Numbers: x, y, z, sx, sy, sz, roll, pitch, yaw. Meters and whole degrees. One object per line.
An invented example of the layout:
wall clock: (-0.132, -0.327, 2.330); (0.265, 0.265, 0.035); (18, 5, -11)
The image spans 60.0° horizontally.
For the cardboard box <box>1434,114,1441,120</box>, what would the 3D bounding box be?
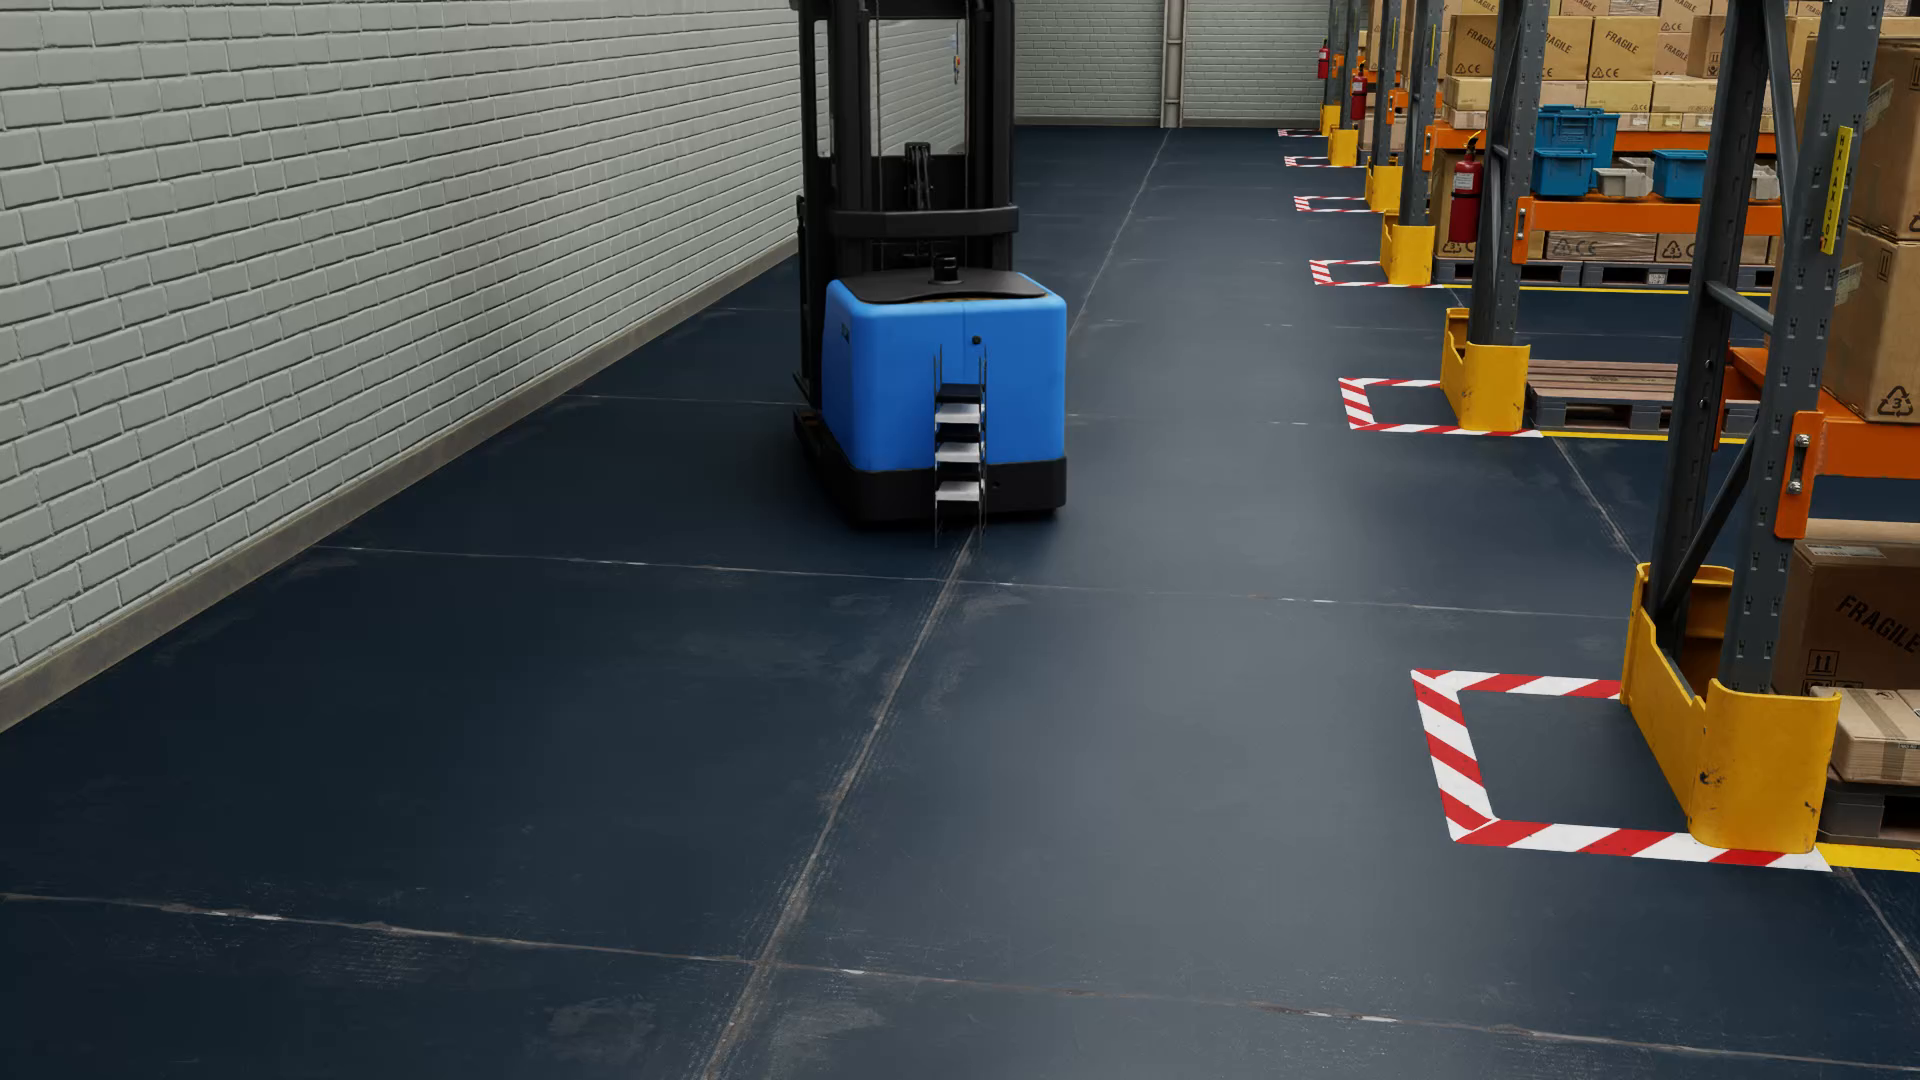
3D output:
cardboard box: (7.116, -5.829, 23.793); (0.875, 0.438, 0.875); (3, 19, 10)

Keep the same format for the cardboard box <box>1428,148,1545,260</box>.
cardboard box: (4.616, -2.970, 14.559); (0.875, 0.875, 0.875); (3, 19, 9)

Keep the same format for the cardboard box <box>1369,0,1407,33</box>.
cardboard box: (5.972, -7.298, 23.075); (0.500, 0.500, 0.500); (3, 19, 7)

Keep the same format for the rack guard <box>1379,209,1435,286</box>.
rack guard: (3.948, -2.601, 14.710); (0.348, 0.500, 1.175); (3, 19, 9)

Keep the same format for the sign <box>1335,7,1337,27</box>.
sign: (6.241, -8.686, 27.592); (0.005, 0.325, 0.100); (3, 19, 9)

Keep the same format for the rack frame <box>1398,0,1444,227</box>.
rack frame: (3.971, -3.785, 14.310); (0.127, 3.000, 1.000); (3, 19, 9)

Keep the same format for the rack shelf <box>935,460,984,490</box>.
rack shelf: (0.003, -0.302, 7.596); (0.200, 0.077, 0.258); (2, 19, 6)

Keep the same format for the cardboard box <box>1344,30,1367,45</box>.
cardboard box: (6.823, -8.575, 28.393); (0.500, 0.250, 0.500); (3, 19, 10)

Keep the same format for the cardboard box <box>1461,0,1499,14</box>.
cardboard box: (5.758, -5.868, 18.331); (0.500, 0.500, 0.500); (3, 19, 10)

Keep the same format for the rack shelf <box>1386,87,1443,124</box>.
rack shelf: (6.833, -4.892, 18.752); (4.000, 0.370, 1.077); (3, 19, 9)

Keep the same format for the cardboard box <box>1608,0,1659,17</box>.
cardboard box: (7.286, -5.789, 18.096); (0.500, 0.500, 0.500); (3, 19, 10)

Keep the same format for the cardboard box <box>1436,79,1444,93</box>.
cardboard box: (5.384, -5.096, 18.624); (0.250, 0.149, 0.380); (4, 19, 11)

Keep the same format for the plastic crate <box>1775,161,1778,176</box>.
plastic crate: (4.878, -2.118, 9.648); (0.250, 0.136, 0.298); (3, 19, 9)

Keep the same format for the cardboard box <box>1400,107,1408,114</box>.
cardboard box: (7.754, -7.343, 28.221); (0.500, 0.500, 0.700); (4, 19, 11)

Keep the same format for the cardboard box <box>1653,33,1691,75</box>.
cardboard box: (7.772, -5.284, 18.162); (0.500, 0.500, 0.500); (2, 19, 7)

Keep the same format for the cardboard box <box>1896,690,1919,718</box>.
cardboard box: (3.002, 0.594, 4.992); (0.250, 0.166, 0.380); (3, 19, 9)

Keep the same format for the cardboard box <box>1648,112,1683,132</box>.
cardboard box: (5.789, -3.468, 13.757); (0.250, 0.149, 0.380); (2, 19, 7)

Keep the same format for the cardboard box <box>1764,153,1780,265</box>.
cardboard box: (7.282, -2.834, 14.153); (0.875, 0.875, 0.875); (3, 19, 9)

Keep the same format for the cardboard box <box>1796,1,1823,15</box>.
cardboard box: (11.394, -7.031, 22.277); (0.500, 0.500, 0.500); (3, 19, 8)

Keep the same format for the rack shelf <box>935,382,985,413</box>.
rack shelf: (0.002, -0.643, 7.482); (0.200, 0.077, 0.258); (2, 19, 6)

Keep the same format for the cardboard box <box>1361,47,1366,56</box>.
cardboard box: (6.866, -8.225, 27.976); (0.250, 0.149, 0.380); (3, 19, 10)

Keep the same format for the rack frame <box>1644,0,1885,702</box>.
rack frame: (2.396, -0.682, 5.035); (0.127, 3.000, 1.000); (3, 19, 9)

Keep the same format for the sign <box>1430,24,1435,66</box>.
sign: (3.878, -4.060, 13.641); (0.005, 0.325, 0.100); (3, 19, 9)

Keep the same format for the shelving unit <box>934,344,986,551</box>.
shelving unit: (0.003, -0.419, 7.557); (0.210, 0.900, 0.258); (2, 19, 6)

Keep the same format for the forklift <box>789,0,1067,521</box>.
forklift: (-0.319, -1.908, 8.808); (1.130, 2.935, 3.031); (-4, 19, -12)

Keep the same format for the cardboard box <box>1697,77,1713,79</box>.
cardboard box: (6.496, -3.811, 14.153); (0.500, 0.250, 0.500); (3, 19, 10)

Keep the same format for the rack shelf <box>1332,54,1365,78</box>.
rack shelf: (8.302, -8.003, 28.050); (4.000, 0.370, 1.077); (3, 19, 9)

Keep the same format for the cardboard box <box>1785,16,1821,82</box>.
cardboard box: (6.931, -3.976, 13.464); (0.500, 0.500, 0.500); (3, 19, 9)

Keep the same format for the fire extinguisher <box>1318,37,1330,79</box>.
fire extinguisher: (6.108, -8.094, 27.898); (0.183, 0.674, 0.296); (3, 19, 9)

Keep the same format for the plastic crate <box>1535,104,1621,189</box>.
plastic crate: (3.546, -2.321, 9.782); (0.499, 0.435, 0.616); (3, 19, 9)

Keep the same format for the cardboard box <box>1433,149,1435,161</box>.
cardboard box: (5.321, -4.331, 18.833); (0.250, 0.149, 0.380); (2, 19, 6)

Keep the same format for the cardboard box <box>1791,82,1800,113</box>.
cardboard box: (6.932, -3.619, 13.581); (0.500, 0.250, 0.500); (3, 19, 10)

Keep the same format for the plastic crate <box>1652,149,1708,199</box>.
plastic crate: (4.027, -2.034, 9.245); (0.300, 0.233, 0.416); (3, 19, 9)

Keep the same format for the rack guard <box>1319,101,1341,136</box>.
rack guard: (6.402, -7.256, 28.622); (0.348, 0.500, 1.175); (3, 19, 9)

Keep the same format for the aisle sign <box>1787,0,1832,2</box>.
aisle sign: (2.283, -1.826, 4.358); (0.004, 0.787, 0.394); (3, 19, 9)

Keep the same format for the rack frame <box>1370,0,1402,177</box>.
rack frame: (4.858, -5.334, 18.939); (0.127, 3.000, 1.000); (3, 19, 9)

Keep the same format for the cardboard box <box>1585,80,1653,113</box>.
cardboard box: (5.412, -3.696, 13.811); (0.500, 0.250, 0.500); (2, 19, 7)

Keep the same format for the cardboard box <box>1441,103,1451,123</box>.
cardboard box: (4.375, -3.751, 14.605); (0.250, 0.149, 0.380); (3, 19, 10)

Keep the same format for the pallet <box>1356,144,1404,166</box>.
pallet: (6.345, -5.552, 23.984); (1.213, 0.211, 1.003); (3, 19, 9)

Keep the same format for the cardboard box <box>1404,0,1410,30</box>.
cardboard box: (5.349, -6.052, 18.881); (0.500, 0.500, 0.500); (3, 19, 8)

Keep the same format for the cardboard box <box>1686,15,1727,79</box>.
cardboard box: (6.489, -4.166, 14.033); (0.500, 0.500, 0.500); (2, 19, 7)

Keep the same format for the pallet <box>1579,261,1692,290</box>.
pallet: (5.974, -2.385, 14.520); (1.213, 0.211, 1.003); (3, 19, 9)

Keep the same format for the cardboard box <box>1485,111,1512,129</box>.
cardboard box: (4.523, -3.533, 13.950); (0.250, 0.149, 0.380); (3, 19, 8)

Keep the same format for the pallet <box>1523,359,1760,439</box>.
pallet: (3.994, -0.858, 9.955); (1.213, 0.211, 1.003); (3, 19, 9)

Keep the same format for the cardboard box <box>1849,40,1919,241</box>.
cardboard box: (2.793, -1.099, 4.547); (0.500, 0.500, 0.500); (3, 19, 10)
